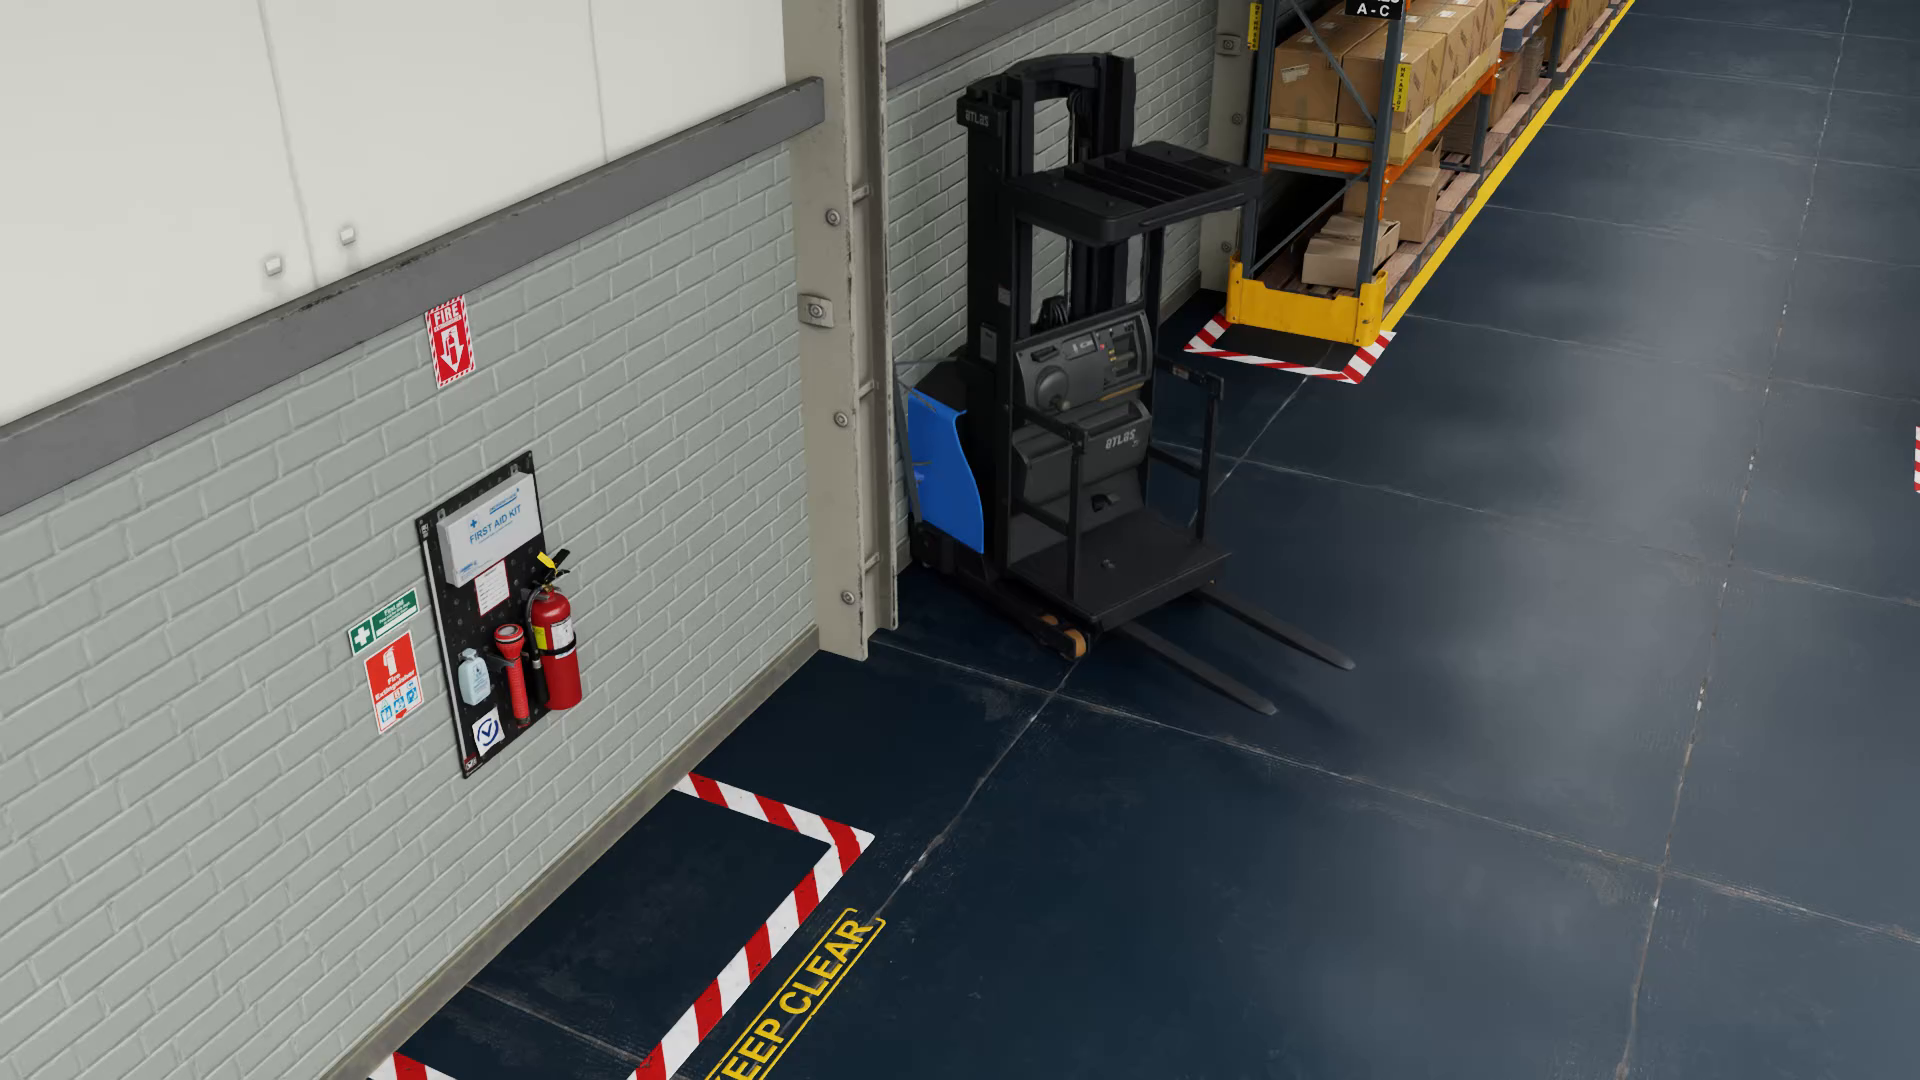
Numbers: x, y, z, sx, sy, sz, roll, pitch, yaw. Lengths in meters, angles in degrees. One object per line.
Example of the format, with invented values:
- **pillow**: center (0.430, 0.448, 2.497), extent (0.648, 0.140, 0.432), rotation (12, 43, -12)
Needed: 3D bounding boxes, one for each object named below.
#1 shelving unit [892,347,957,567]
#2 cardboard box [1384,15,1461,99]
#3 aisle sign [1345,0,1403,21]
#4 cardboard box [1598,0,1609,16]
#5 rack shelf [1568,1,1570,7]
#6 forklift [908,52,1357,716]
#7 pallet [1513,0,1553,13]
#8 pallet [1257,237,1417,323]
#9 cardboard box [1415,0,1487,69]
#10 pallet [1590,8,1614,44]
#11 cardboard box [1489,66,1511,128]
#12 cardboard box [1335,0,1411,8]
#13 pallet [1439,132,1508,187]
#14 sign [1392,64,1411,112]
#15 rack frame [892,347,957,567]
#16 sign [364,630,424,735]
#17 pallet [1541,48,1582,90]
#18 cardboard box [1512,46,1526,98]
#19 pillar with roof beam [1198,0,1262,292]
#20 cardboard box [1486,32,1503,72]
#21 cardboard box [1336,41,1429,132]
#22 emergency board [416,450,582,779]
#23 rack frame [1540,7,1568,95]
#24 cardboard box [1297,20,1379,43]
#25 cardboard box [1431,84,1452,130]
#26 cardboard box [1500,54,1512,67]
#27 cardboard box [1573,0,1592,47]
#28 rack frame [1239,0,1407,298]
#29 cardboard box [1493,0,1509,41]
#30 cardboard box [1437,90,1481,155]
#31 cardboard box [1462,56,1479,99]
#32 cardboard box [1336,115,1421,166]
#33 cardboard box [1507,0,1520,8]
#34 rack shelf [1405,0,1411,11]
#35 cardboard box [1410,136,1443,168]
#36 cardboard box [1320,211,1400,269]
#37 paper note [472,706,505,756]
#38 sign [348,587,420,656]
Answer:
- **shelving unit**: center (-0.019, -0.722, 9.787), extent (0.538, 1.500, 1.048), rotation (-4, 33, 8)
- **cardboard box**: center (3.578, -3.783, 12.994), extent (0.500, 0.500, 0.500), rotation (13, 32, 22)
- **aisle sign**: center (2.853, -3.954, 11.303), extent (0.394, 0.787, 0.004), rotation (14, 33, 23)
- **cardboard box**: center (7.905, -7.178, 21.265), extent (0.750, 0.750, 0.750), rotation (15, 33, 24)
- **rack shelf**: center (7.174, -7.047, 20.023), extent (1.077, 0.370, 4.000), rotation (14, 33, 23)
- **forklift**: center (0.802, -0.910, 8.681), extent (1.130, 2.935, 3.031), rotation (-22, 37, -34)
- **pallet**: center (5.397, -5.503, 16.803), extent (1.003, 0.211, 1.213), rotation (14, 33, 23)
- **pallet**: center (3.055, -2.103, 13.490), extent (1.003, 0.211, 1.213), rotation (14, 33, 23)
- **cardboard box**: center (4.039, -4.245, 13.798), extent (0.500, 0.500, 0.500), rotation (13, 32, 22)
- **pallet**: center (7.801, -6.678, 21.457), extent (1.003, 0.211, 1.213), rotation (14, 33, 23)
- **cardboard box**: center (5.220, -4.594, 17.096), extent (0.700, 0.500, 0.500), rotation (15, 33, 24)
- **cardboard box**: center (3.343, -4.127, 13.592), extent (0.500, 0.500, 0.500), rotation (15, 33, 24)
- **pallet**: center (4.794, -3.836, 16.508), extent (1.003, 0.211, 1.213), rotation (14, 33, 23)
- **sign**: center (3.102, -3.179, 11.694), extent (0.100, 0.325, 0.005), rotation (14, 33, 23)
- **rack frame**: center (-0.064, -0.439, 9.367), extent (0.500, 1.500, 0.032), rotation (-4, 33, 8)
- **sign**: center (-2.069, 0.520, 6.087), extent (0.001, 0.329, 0.234), rotation (14, 33, 23)
- **pallet**: center (6.689, -5.596, 19.573), extent (1.003, 0.211, 1.213), rotation (14, 33, 23)
- **cardboard box**: center (5.643, -5.047, 17.885), extent (0.700, 0.500, 0.500), rotation (14, 33, 23)
- **pillar with roof beam**: center (6.000, -5.058, 9.812), extent (9.100, 9.000, 0.400), rotation (14, 33, 23)
- **cardboard box**: center (4.495, -4.364, 14.759), extent (0.500, 0.250, 0.500), rotation (14, 33, 23)
- **cardboard box**: center (3.103, -3.339, 12.220), extent (0.500, 0.500, 0.500), rotation (14, 33, 23)
- **emergency board**: center (-1.726, 0.314, 6.482), extent (0.194, 1.169, 0.643), rotation (14, 33, 23)
- **rack frame**: center (6.263, -6.473, 18.300), extent (1.000, 3.000, 0.127), rotation (14, 33, 23)
- **cardboard box**: center (2.882, -3.673, 12.802), extent (0.500, 0.500, 0.500), rotation (15, 33, 24)
- **cardboard box**: center (3.585, -3.472, 13.205), extent (0.500, 0.250, 0.500), rotation (14, 33, 23)
- **cardboard box**: center (5.436, -5.106, 17.235), extent (0.500, 0.250, 0.500), rotation (14, 33, 23)
- **cardboard box**: center (7.119, -6.406, 19.920), extent (0.750, 0.750, 0.750), rotation (14, 33, 23)
- **rack frame**: center (2.618, -2.926, 12.124), extent (1.000, 3.000, 0.127), rotation (14, 33, 23)
- **cardboard box**: center (4.501, -4.689, 14.571), extent (0.500, 0.500, 0.500), rotation (14, 33, 23)
- **cardboard box**: center (4.761, -4.136, 16.300), extent (0.700, 0.500, 0.500), rotation (15, 33, 25)
- **cardboard box**: center (4.045, -3.919, 13.983), extent (0.500, 0.250, 0.500), rotation (14, 33, 23)
- **cardboard box**: center (3.123, -3.014, 12.408), extent (0.500, 0.250, 0.500), rotation (13, 32, 22)
- **cardboard box**: center (4.964, -5.398, 15.886), extent (0.700, 0.500, 0.500), rotation (18, 34, 28)
- **rack shelf**: center (3.530, -4.802, 13.100), extent (1.077, 0.370, 4.000), rotation (14, 33, 23)
- **cardboard box**: center (4.003, -3.337, 14.908), extent (0.500, 0.500, 0.500), rotation (12, 32, 20)
- **cardboard box**: center (3.273, -2.490, 13.623), extent (0.500, 0.311, 0.500), rotation (17, 34, 27)
- **paper note**: center (-1.868, 0.759, 6.592), extent (0.016, 0.148, 0.142), rotation (14, 33, 23)
- **sign**: center (-2.059, 0.290, 5.955), extent (0.001, 0.109, 0.331), rotation (14, 33, 23)
